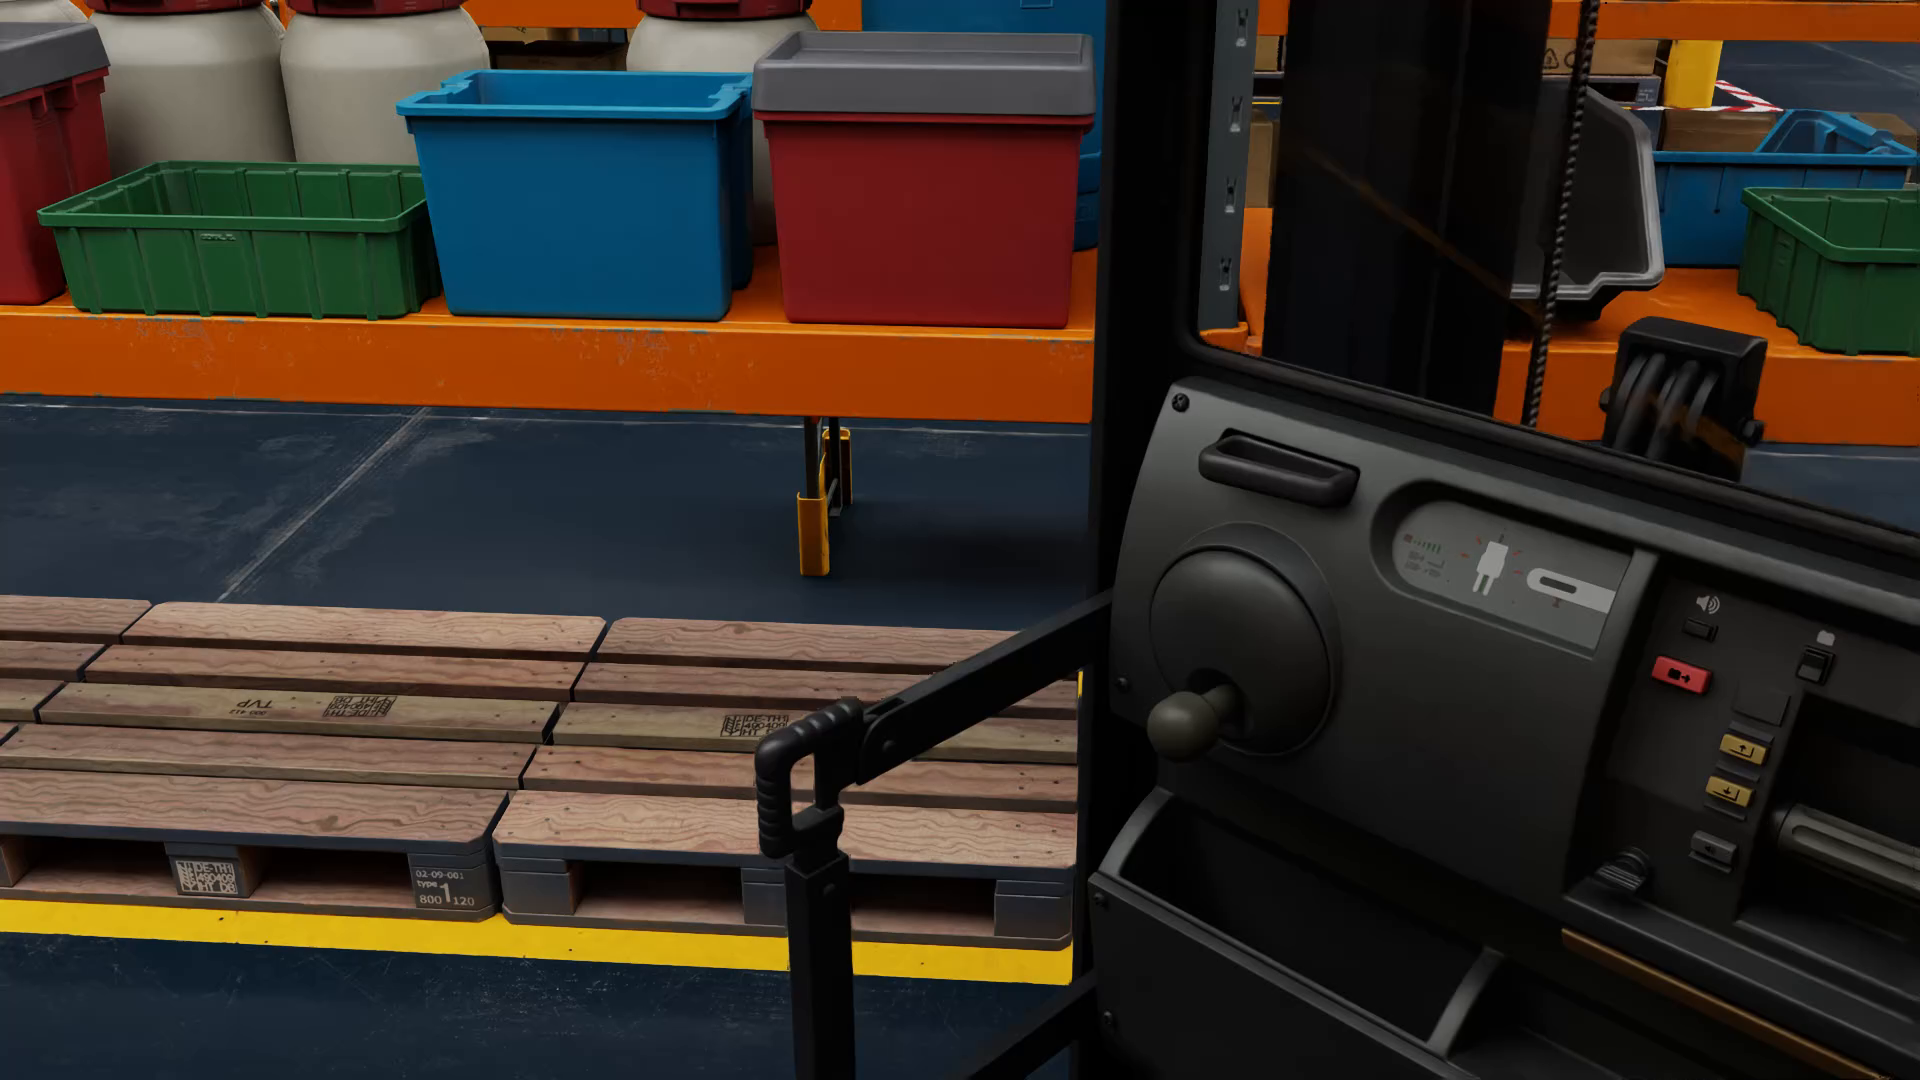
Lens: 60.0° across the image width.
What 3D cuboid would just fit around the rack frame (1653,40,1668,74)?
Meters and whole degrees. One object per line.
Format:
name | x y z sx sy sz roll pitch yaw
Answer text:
rack frame | 5.304 -4.736 11.955 0.127 3.000 1.000 2 25 4

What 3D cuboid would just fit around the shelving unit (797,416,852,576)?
shelving unit | 0.076 -0.679 4.931 1.083 1.500 0.587 2 25 4

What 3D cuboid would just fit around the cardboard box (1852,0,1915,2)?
cardboard box | 4.021 -2.476 7.343 0.250 0.149 0.380 2 25 4

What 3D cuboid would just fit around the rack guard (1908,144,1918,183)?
rack guard | 4.748 -1.539 7.997 0.348 0.500 1.175 2 25 4

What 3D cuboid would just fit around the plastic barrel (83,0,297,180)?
plastic barrel | -1.644 -0.957 3.579 0.433 0.535 0.433 0 25 0

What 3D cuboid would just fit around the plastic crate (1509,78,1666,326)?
plastic crate | 0.969 -0.638 3.123 0.504 0.338 0.767 2 25 4

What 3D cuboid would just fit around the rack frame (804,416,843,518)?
rack frame | -0.422 -0.695 4.966 0.032 1.500 0.500 2 25 4

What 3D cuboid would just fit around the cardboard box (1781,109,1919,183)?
cardboard box | 4.202 -1.755 7.963 0.500 0.500 0.500 6 25 14

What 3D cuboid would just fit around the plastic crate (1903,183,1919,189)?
plastic crate | 2.095 -0.670 3.433 0.437 0.136 0.530 2 25 4

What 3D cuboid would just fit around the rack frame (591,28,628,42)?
rack frame | -2.672 -4.992 12.511 0.127 3.000 1.000 2 25 4

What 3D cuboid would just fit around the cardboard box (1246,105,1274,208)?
cardboard box | 1.231 -1.826 8.118 0.500 0.500 0.500 1 25 2

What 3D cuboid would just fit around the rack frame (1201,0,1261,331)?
rack frame | 0.456 -0.736 3.261 0.127 3.000 1.000 2 25 4

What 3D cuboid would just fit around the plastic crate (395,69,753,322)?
plastic crate | -0.667 -0.634 3.059 0.575 0.384 0.392 2 25 4

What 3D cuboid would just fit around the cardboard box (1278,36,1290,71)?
cardboard box | 2.837 -4.013 12.423 0.875 0.875 0.875 2 25 4

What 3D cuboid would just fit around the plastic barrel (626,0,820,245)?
plastic barrel | -0.481 -0.920 3.498 0.433 0.535 0.433 0 25 0

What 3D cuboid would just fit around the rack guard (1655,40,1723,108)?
rack guard | 5.328 -3.600 12.476 0.348 0.500 1.175 2 25 4

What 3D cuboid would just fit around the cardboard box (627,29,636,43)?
cardboard box | -2.072 -4.104 12.770 0.750 0.750 1.050 2 25 3

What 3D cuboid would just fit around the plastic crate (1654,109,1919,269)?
plastic crate | 1.581 -0.746 3.461 0.616 0.251 0.499 2 25 4

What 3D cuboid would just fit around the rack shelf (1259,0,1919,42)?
rack shelf | 2.830 -2.410 7.759 4.000 0.370 1.077 2 25 4

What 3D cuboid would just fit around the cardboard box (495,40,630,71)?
cardboard box | -1.953 -2.312 8.252 0.500 0.250 0.500 5 25 10

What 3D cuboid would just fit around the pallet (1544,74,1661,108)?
pallet | 4.501 -3.463 12.523 1.213 0.211 1.003 2 25 4

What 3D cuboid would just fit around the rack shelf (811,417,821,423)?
rack shelf | 0.085 -0.515 5.006 1.000 0.185 0.538 2 25 4

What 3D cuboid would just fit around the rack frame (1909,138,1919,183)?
rack frame | 4.824 -2.672 7.469 0.127 3.000 1.000 2 25 4

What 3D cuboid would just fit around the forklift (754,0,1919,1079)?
forklift | 0.393 0.147 1.425 1.130 2.935 3.031 22 33 39

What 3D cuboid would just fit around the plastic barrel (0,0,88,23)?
plastic barrel | -2.070 -0.957 3.609 0.421 0.512 0.421 0 25 0

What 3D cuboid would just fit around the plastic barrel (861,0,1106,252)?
plastic barrel | 0.094 -1.102 3.458 0.708 0.901 0.600 2 25 4

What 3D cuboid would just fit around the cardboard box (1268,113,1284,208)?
cardboard box | 1.803 -1.811 8.085 0.500 0.500 0.500 10 27 21

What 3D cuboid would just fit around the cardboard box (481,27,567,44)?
cardboard box | -3.348 -3.960 12.755 0.500 0.500 0.500 2 25 4

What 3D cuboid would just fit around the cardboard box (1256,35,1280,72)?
cardboard box | 1.938 -4.041 12.482 0.875 0.875 0.875 2 25 5

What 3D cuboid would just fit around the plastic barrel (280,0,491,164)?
plastic barrel | -1.212 -0.943 3.549 0.433 0.535 0.433 0 25 0

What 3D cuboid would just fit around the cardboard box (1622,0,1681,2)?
cardboard box | 3.020 -2.486 7.364 0.250 0.149 0.380 2 25 4

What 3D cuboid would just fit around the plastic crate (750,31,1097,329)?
plastic crate | -0.050 -0.653 3.004 0.583 0.464 0.402 2 25 4

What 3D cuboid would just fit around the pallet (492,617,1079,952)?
pallet | -0.330 0.522 3.864 1.213 0.211 1.003 2 25 4

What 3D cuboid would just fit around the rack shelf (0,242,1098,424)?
rack shelf | -1.538 -0.473 3.551 4.000 0.370 1.077 2 25 4

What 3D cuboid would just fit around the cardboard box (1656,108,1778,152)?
cardboard box | 3.604 -1.759 7.973 0.500 0.500 0.500 8 26 18

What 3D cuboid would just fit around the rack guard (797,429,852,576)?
rack guard | -0.421 -0.127 5.227 0.087 0.250 0.587 2 25 4

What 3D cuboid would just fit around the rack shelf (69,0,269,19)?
rack shelf | -5.147 -2.666 8.315 4.000 0.370 1.077 2 25 4

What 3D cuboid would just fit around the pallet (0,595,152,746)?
pallet | -2.762 0.444 4.033 1.213 0.211 1.003 2 25 4

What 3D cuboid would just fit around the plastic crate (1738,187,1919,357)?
plastic crate | 1.788 -0.479 2.955 0.662 0.188 0.450 2 25 4

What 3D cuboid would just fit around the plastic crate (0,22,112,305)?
plastic crate | -1.944 -0.714 3.136 0.583 0.464 0.402 2 25 4

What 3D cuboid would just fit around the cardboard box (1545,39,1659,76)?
cardboard box | 4.623 -3.956 12.299 0.875 0.875 0.875 2 25 4

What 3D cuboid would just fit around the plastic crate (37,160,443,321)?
plastic crate | -1.302 -0.578 3.171 0.662 0.188 0.450 2 25 4

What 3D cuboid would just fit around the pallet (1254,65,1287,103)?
pallet | 2.068 -3.541 12.692 1.213 0.211 1.003 2 25 4

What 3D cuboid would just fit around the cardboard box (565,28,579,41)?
cardboard box | -3.358 -4.177 13.226 0.500 0.500 0.500 1 25 2

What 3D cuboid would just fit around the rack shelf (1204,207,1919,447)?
rack shelf | 2.450 -0.345 3.272 4.000 0.370 1.077 2 25 4

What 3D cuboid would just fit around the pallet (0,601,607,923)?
pallet | -1.549 0.484 3.946 1.213 0.211 1.003 2 25 4

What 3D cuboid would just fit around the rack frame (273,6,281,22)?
rack frame | -3.153 -2.928 8.026 0.127 3.000 1.000 2 25 4

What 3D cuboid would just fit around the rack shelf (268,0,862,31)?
rack shelf | -1.159 -2.538 8.037 4.000 0.370 1.077 2 25 4

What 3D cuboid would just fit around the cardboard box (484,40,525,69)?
cardboard box | -2.482 -2.324 8.280 0.500 0.250 0.500 3 25 6

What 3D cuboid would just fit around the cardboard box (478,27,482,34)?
cardboard box | -3.866 -3.978 12.794 0.500 0.500 0.500 3 25 6
